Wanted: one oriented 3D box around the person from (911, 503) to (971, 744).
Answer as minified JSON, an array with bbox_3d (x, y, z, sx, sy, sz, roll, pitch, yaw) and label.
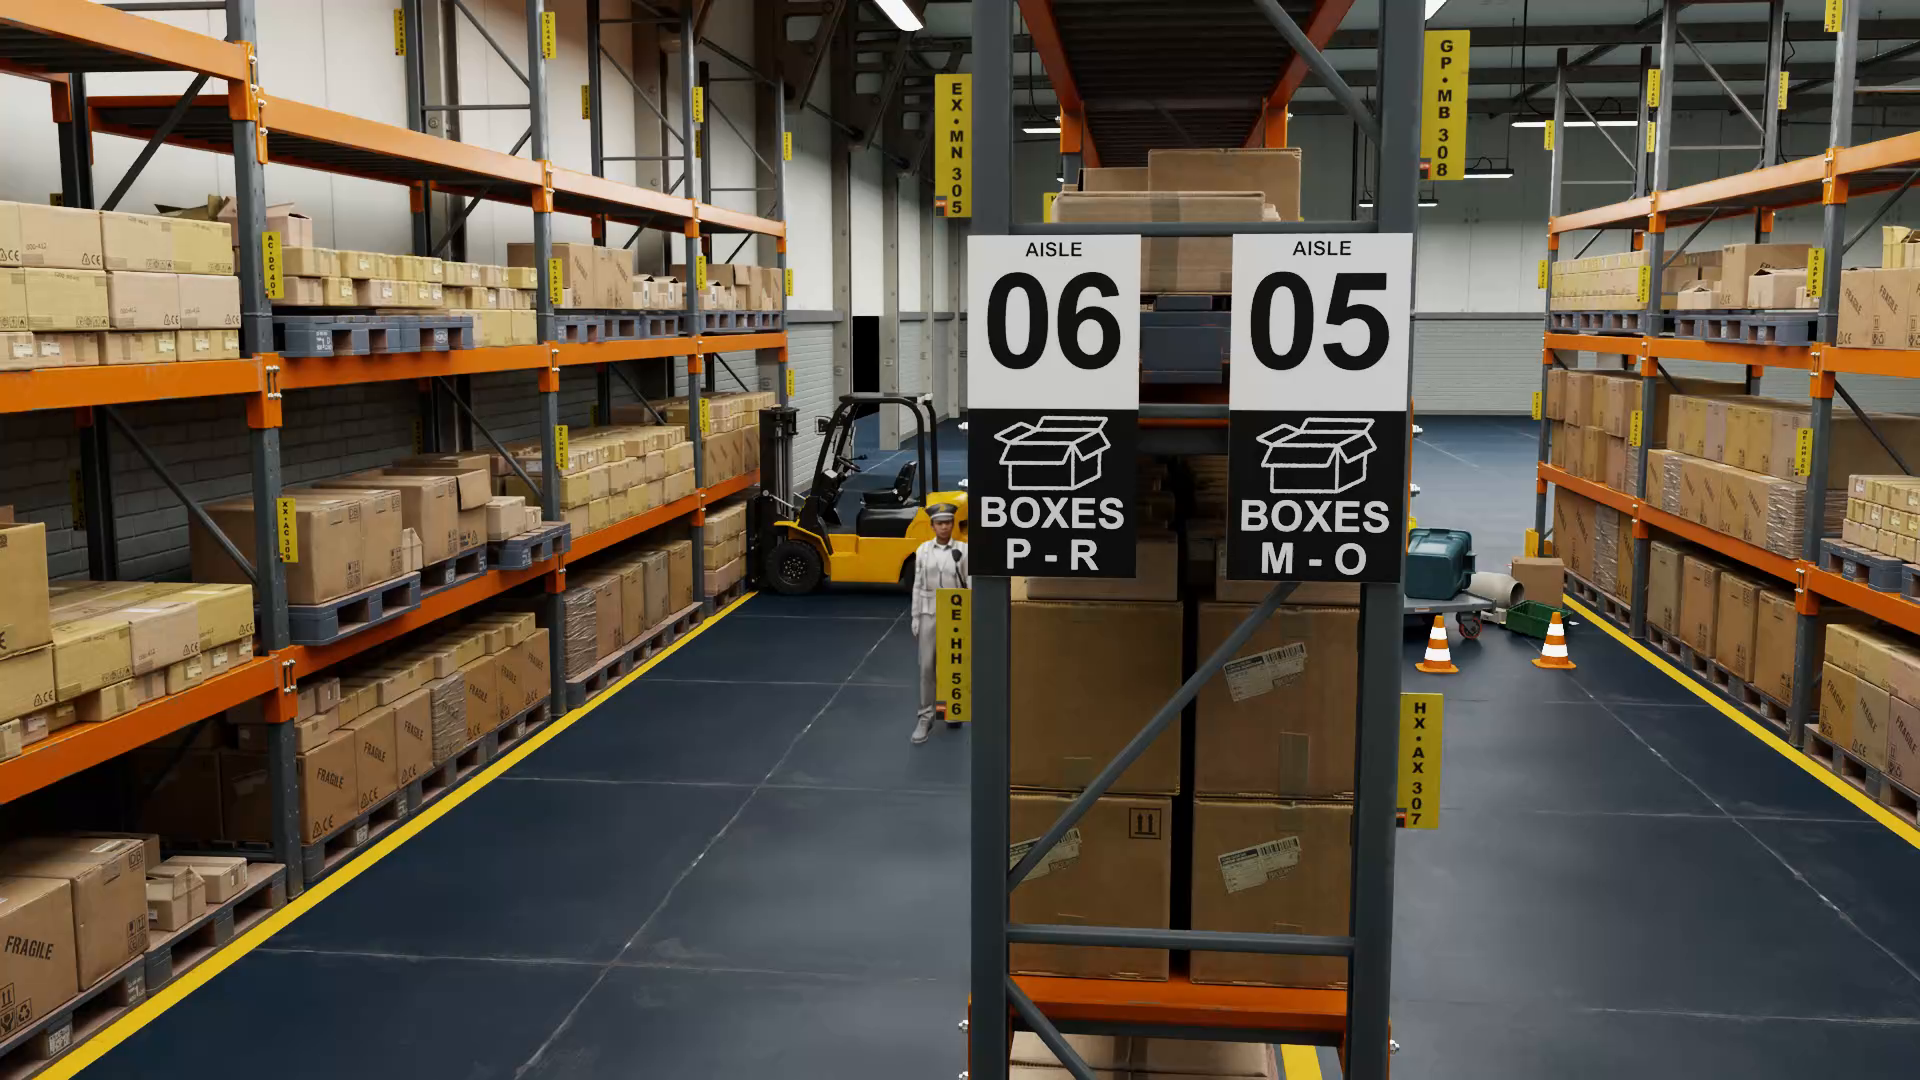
[{"bbox_3d":[-0.125,0.559,11.966,0.496,1.653,0.880,1,8,4],"label":"person"}]
